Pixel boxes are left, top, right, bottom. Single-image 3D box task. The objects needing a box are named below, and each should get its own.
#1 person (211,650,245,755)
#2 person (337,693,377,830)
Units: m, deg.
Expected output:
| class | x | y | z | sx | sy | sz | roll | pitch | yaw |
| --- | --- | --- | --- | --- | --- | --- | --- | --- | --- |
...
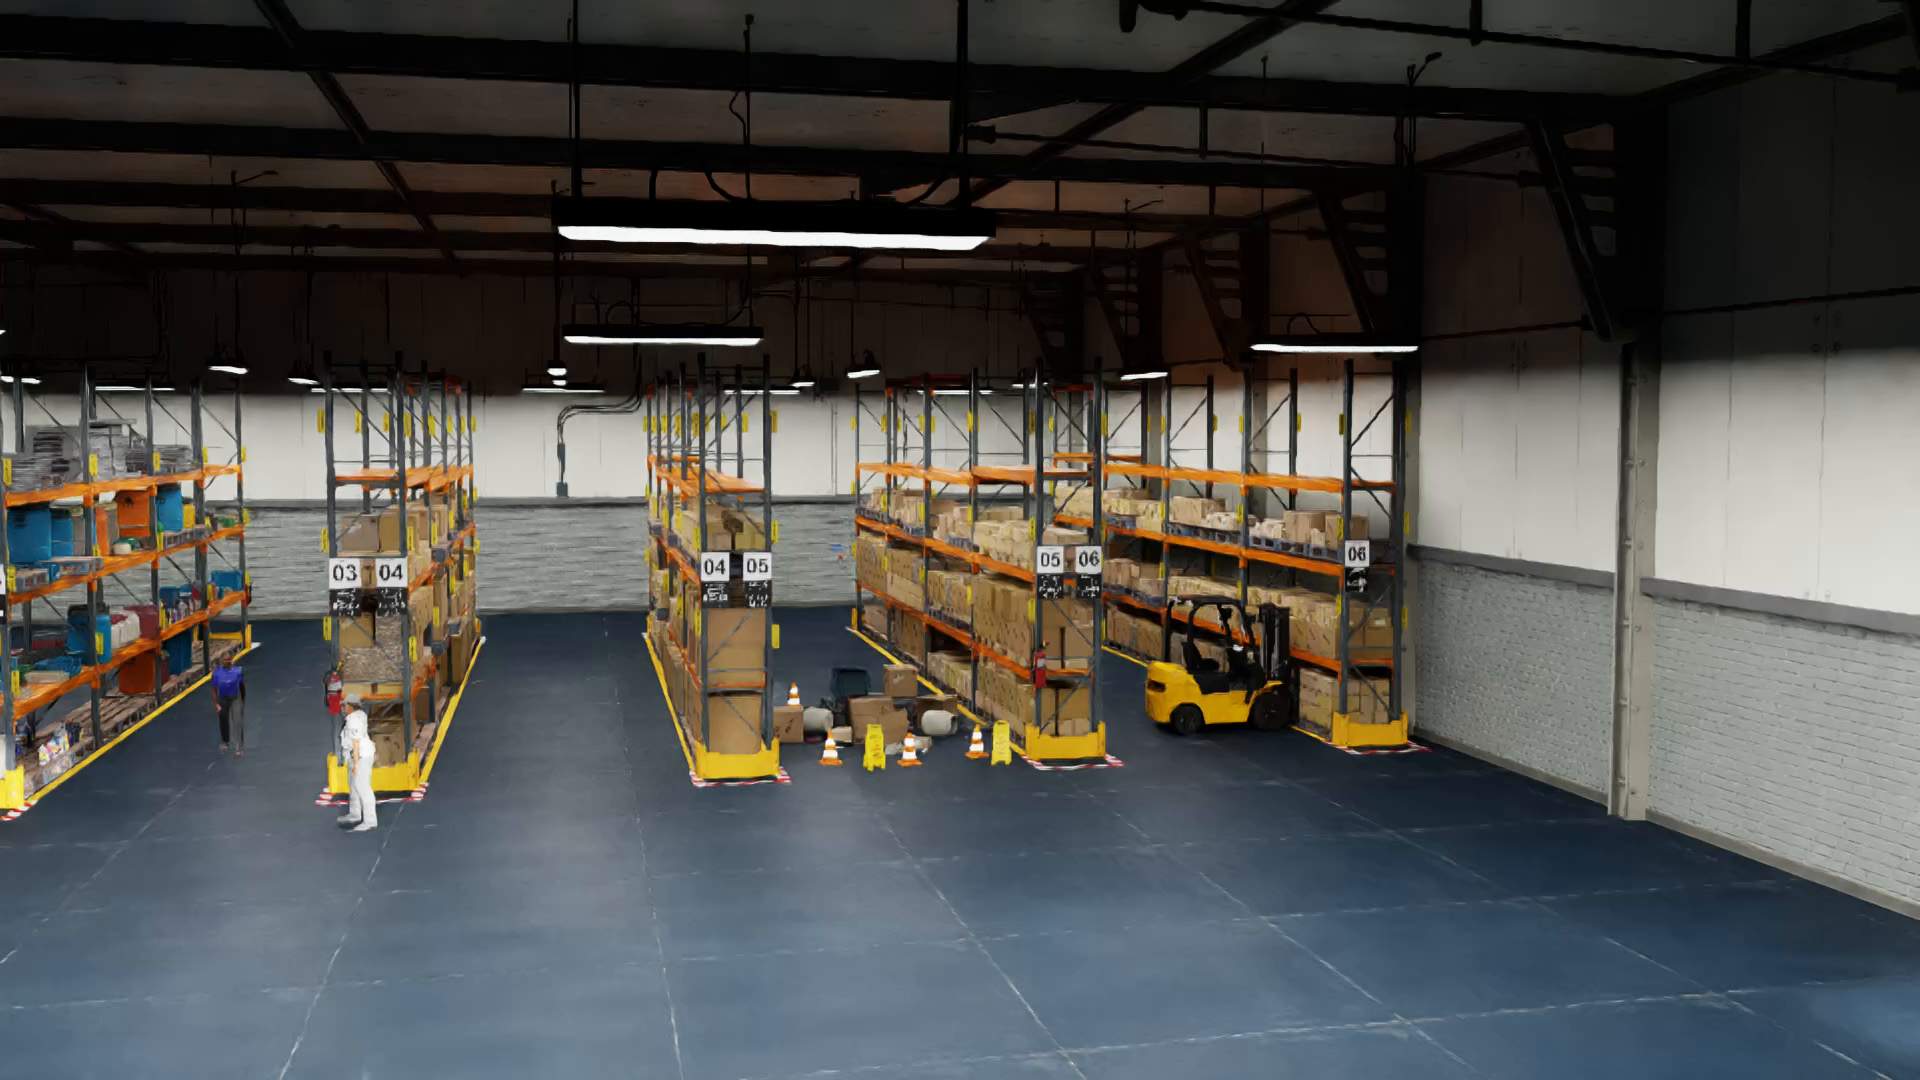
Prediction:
| class | x | y | z | sx | sy | sz | roll | pitch | yaw |
| --- | --- | --- | --- | --- | --- | --- | --- | --- | --- |
| person | -11.088 | 2.444 | 25.200 | 0.470 | 1.571 | 1.060 | -2 | 4 | -22 |
| person | -7.519 | 2.720 | 20.679 | 0.501 | 1.666 | 0.662 | -1 | 4 | -16 |
